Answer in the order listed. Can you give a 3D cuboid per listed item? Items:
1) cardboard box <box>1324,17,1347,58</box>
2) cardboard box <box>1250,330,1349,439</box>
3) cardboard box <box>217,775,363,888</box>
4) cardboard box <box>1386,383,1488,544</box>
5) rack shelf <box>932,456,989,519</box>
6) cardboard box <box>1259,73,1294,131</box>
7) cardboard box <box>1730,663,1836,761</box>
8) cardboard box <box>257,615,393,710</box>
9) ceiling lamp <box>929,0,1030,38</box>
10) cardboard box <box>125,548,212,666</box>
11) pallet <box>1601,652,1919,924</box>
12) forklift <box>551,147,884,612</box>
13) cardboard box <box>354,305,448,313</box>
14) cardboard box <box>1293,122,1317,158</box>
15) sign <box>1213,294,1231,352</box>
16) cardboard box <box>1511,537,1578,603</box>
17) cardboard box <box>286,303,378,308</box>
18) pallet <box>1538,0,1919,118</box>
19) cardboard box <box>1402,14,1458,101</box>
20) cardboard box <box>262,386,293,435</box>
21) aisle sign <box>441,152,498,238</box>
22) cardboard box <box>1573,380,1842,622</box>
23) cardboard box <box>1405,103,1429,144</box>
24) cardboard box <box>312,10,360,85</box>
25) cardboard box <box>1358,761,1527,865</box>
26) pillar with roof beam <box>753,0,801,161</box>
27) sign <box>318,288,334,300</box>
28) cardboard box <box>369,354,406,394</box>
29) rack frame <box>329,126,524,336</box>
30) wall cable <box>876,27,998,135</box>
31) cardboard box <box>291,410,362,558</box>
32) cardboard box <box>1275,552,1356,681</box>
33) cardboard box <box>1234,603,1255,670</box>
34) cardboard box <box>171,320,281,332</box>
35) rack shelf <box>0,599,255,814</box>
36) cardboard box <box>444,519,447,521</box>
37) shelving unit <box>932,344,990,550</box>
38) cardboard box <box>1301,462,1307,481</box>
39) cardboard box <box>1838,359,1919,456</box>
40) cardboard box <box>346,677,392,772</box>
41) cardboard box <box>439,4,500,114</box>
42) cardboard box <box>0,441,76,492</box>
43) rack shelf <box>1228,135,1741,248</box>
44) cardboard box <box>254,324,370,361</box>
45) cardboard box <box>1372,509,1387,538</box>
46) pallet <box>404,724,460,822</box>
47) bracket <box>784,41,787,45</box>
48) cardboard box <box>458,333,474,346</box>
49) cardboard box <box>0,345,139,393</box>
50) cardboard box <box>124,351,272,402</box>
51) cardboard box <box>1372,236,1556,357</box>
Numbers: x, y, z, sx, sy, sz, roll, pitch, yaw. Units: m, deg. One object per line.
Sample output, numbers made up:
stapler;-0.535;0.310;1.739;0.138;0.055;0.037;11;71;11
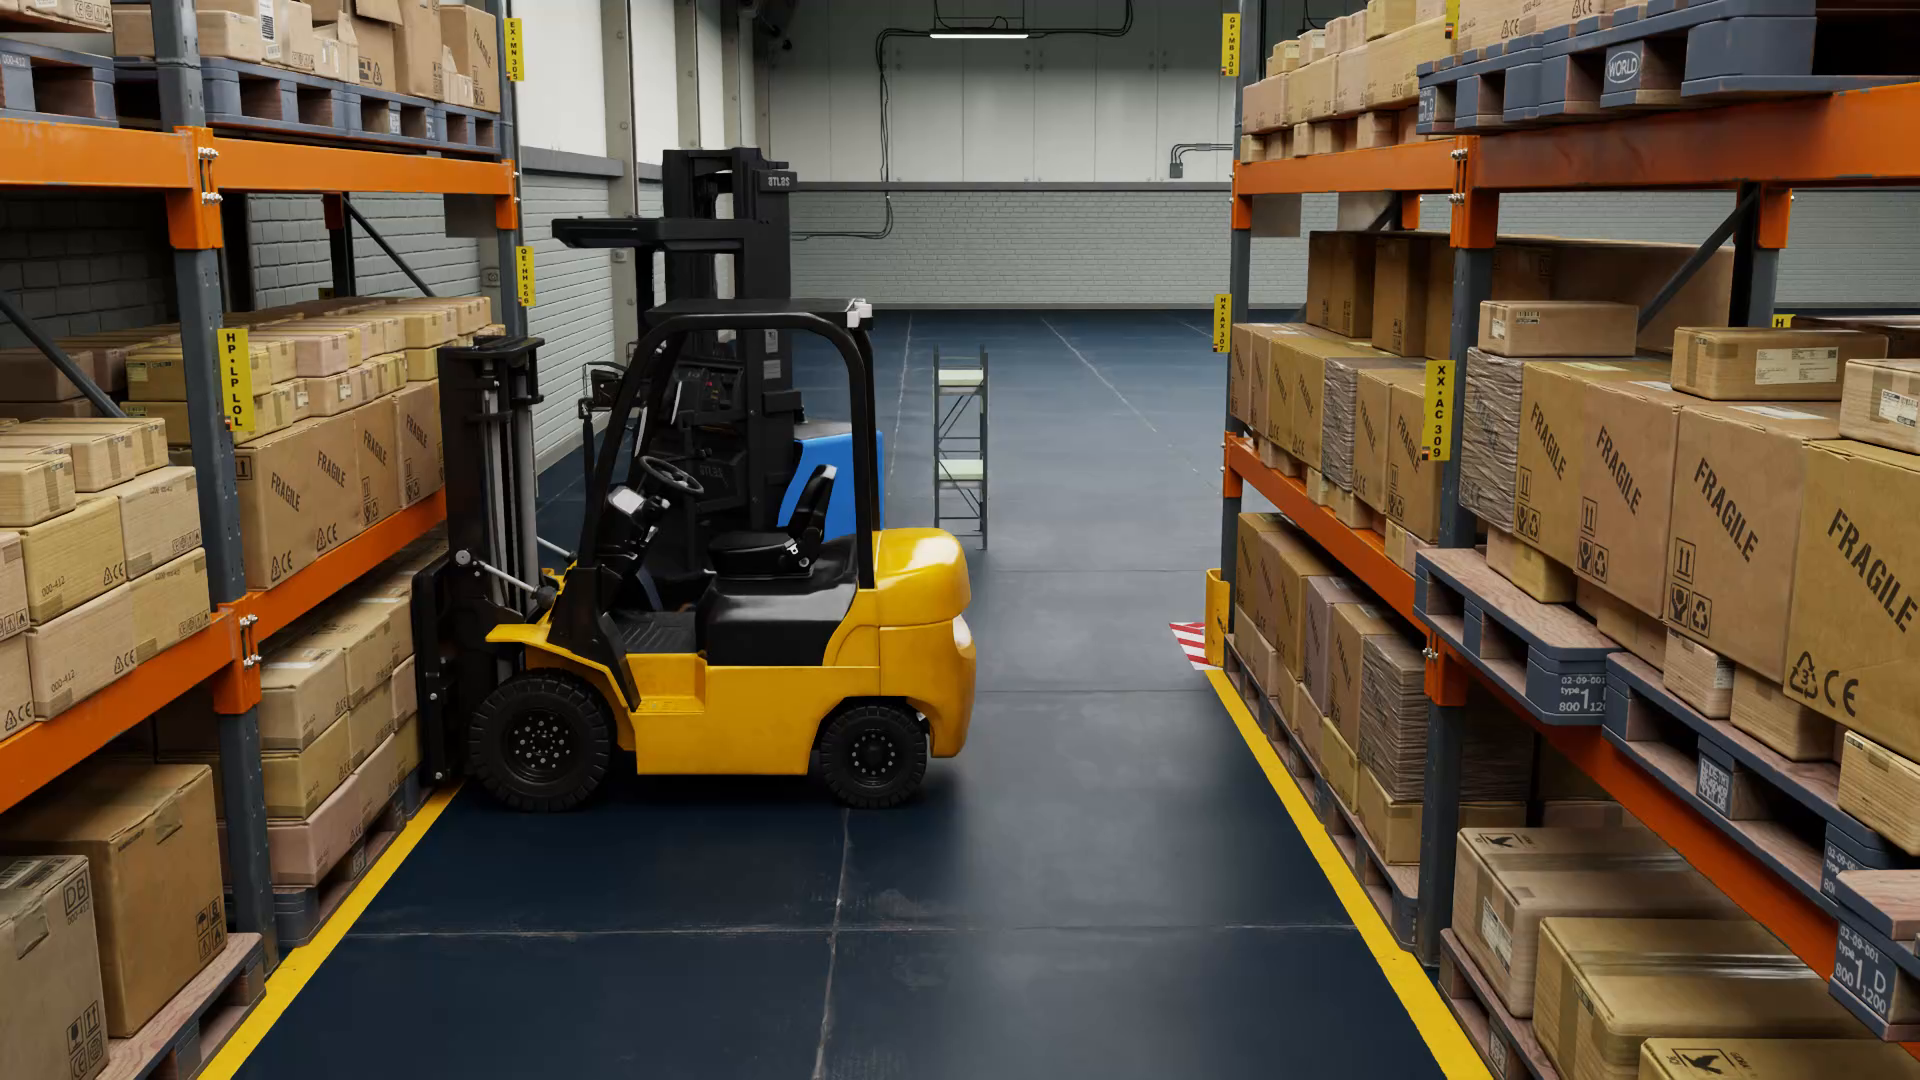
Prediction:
cardboard box;1.749;-2.107;6.984;0.380;0.149;0.250;0;11;0
cardboard box;1.765;-0.791;8.416;0.500;0.500;0.500;0;11;1
cardboard box;-2.541;1.066;6.122;0.500;0.250;0.500;0;11;-1
cardboard box;1.843;-0.282;5.904;0.500;0.500;0.500;-1;11;-3
rack shelf;0.000;-0.417;12.981;0.431;0.370;0.720;0;11;-1
cardboard box;1.763;-2.136;8.128;0.500;0.250;0.500;0;11;-2
cardboard box;1.830;0.341;3.410;0.380;0.149;0.250;-1;11;-3
cardboard box;-2.558;0.474;6.523;0.500;0.250;0.500;0;11;-1
ceiling lamp;0.377;-11.647;33.156;2.000;3.185;0.800;0;11;-1
cardboard box;-2.590;0.194;4.936;0.500;0.250;0.500;0;11;0
pallet;2.102;0.496;3.552;1.003;0.211;1.213;0;11;-1
forklift;-1.860;-0.990;10.569;1.130;2.935;3.031;10;15;40
cardboard box;-2.727;-1.065;8.136;0.380;0.149;0.250;0;11;-1
cardboard box;1.731;-1.818;7.562;0.380;0.149;0.250;0;11;-1
sign;1.476;-1.217;9.336;0.100;0.325;0.005;0;11;-1
cardboard box;1.793;0.078;4.704;0.380;0.149;0.250;0;11;0
cardboard box;-3.160;-1.114;8.376;0.380;0.149;0.250;0;11;0
pallet;2.032;-1.048;3.611;1.213;0.211;1.003;0;11;-1
cardboard box;1.822;-1.629;5.629;0.500;0.250;0.500;0;11;-2
cardboard box;-2.612;-0.461;5.906;0.380;0.149;0.250;0;11;0
aisle sign;-2.652;-2.062;9.140;0.394;0.787;0.004;0;11;-1
cardboard box;1.831;-0.108;3.992;0.500;0.500;0.500;0;11;-1
cardboard box;1.843;-1.509;6.043;0.380;0.149;0.250;0;11;-1
cardboard box;-2.589;-1.934;6.533;0.396;0.266;0.258;-1;11;-2
cardboard box;1.820;1.026;6.319;0.500;0.250;0.500;0;11;1
pillar with roof beam;-0.147;-9.553;37.514;9.100;9.000;0.548;0;11;-1
sign;-3.499;-1.236;9.229;0.100;0.325;0.005;0;11;-1
cardboard box;-2.617;-0.717;7.168;0.380;0.149;0.250;0;11;-2
rack frame;-2.944;-0.774;9.329;1.000;3.000;0.127;0;11;-1
wall cable;-0.485;-11.091;40.201;3.097;2.526;0.112;0;11;-1
cardboard box;-2.637;-0.220;6.349;0.500;0.500;0.500;0;11;0
cardboard box;1.777;0.349;7.767;0.500;0.500;0.500;0;11;0
cardboard box;1.758;0.508;8.868;0.500;0.250;0.500;0;11;-2
cardboard box;-3.139;-0.859;7.116;0.380;0.149;0.250;0;11;0
rack shelf;-2.820;0.772;3.521;1.077;0.370;4.000;0;11;-1
cardboard box;-2.623;-0.032;9.016;0.500;0.250;0.500;0;11;1
shelving unit;0.000;-0.736;12.917;0.431;1.500;0.755;0;11;-1
cardboard box;1.826;-0.346;7.852;0.380;0.149;0.250;0;11;1
cardboard box;1.868;-0.247;3.046;0.380;0.149;0.250;-1;11;-4
cardboard box;-2.575;0.721;6.565;0.500;0.250;0.500;0;11;-1
cardboard box;-2.692;-2.461;8.540;0.500;0.500;0.500;0;11;1
cardboard box;-2.657;-0.178;4.511;0.380;0.149;0.250;0;11;-1
rack shelf;2.060;-1.515;7.246;1.077;0.370;4.000;0;11;-1
cardboard box;-2.678;-0.812;6.884;0.380;0.149;0.250;0;11;-1
cardboard box;1.859;-0.091;6.593;0.380;0.149;0.250;0;11;-2
pallet;-2.864;0.987;7.665;1.003;0.211;1.213;0;11;-1
bracket;-4.141;-11.737;39.226;0.076;0.066;3.189;0;11;-1
cardboard box;-2.678;-0.970;8.415;0.380;0.149;0.250;0;11;0
cardboard box;-3.134;-0.604;5.859;0.380;0.149;0.250;-1;11;-3
cardboard box;-2.572;-0.556;5.624;0.380;0.149;0.250;0;11;0
cardboard box;2.235;-1.078;7.313;0.700;0.500;0.500;0;11;-2
